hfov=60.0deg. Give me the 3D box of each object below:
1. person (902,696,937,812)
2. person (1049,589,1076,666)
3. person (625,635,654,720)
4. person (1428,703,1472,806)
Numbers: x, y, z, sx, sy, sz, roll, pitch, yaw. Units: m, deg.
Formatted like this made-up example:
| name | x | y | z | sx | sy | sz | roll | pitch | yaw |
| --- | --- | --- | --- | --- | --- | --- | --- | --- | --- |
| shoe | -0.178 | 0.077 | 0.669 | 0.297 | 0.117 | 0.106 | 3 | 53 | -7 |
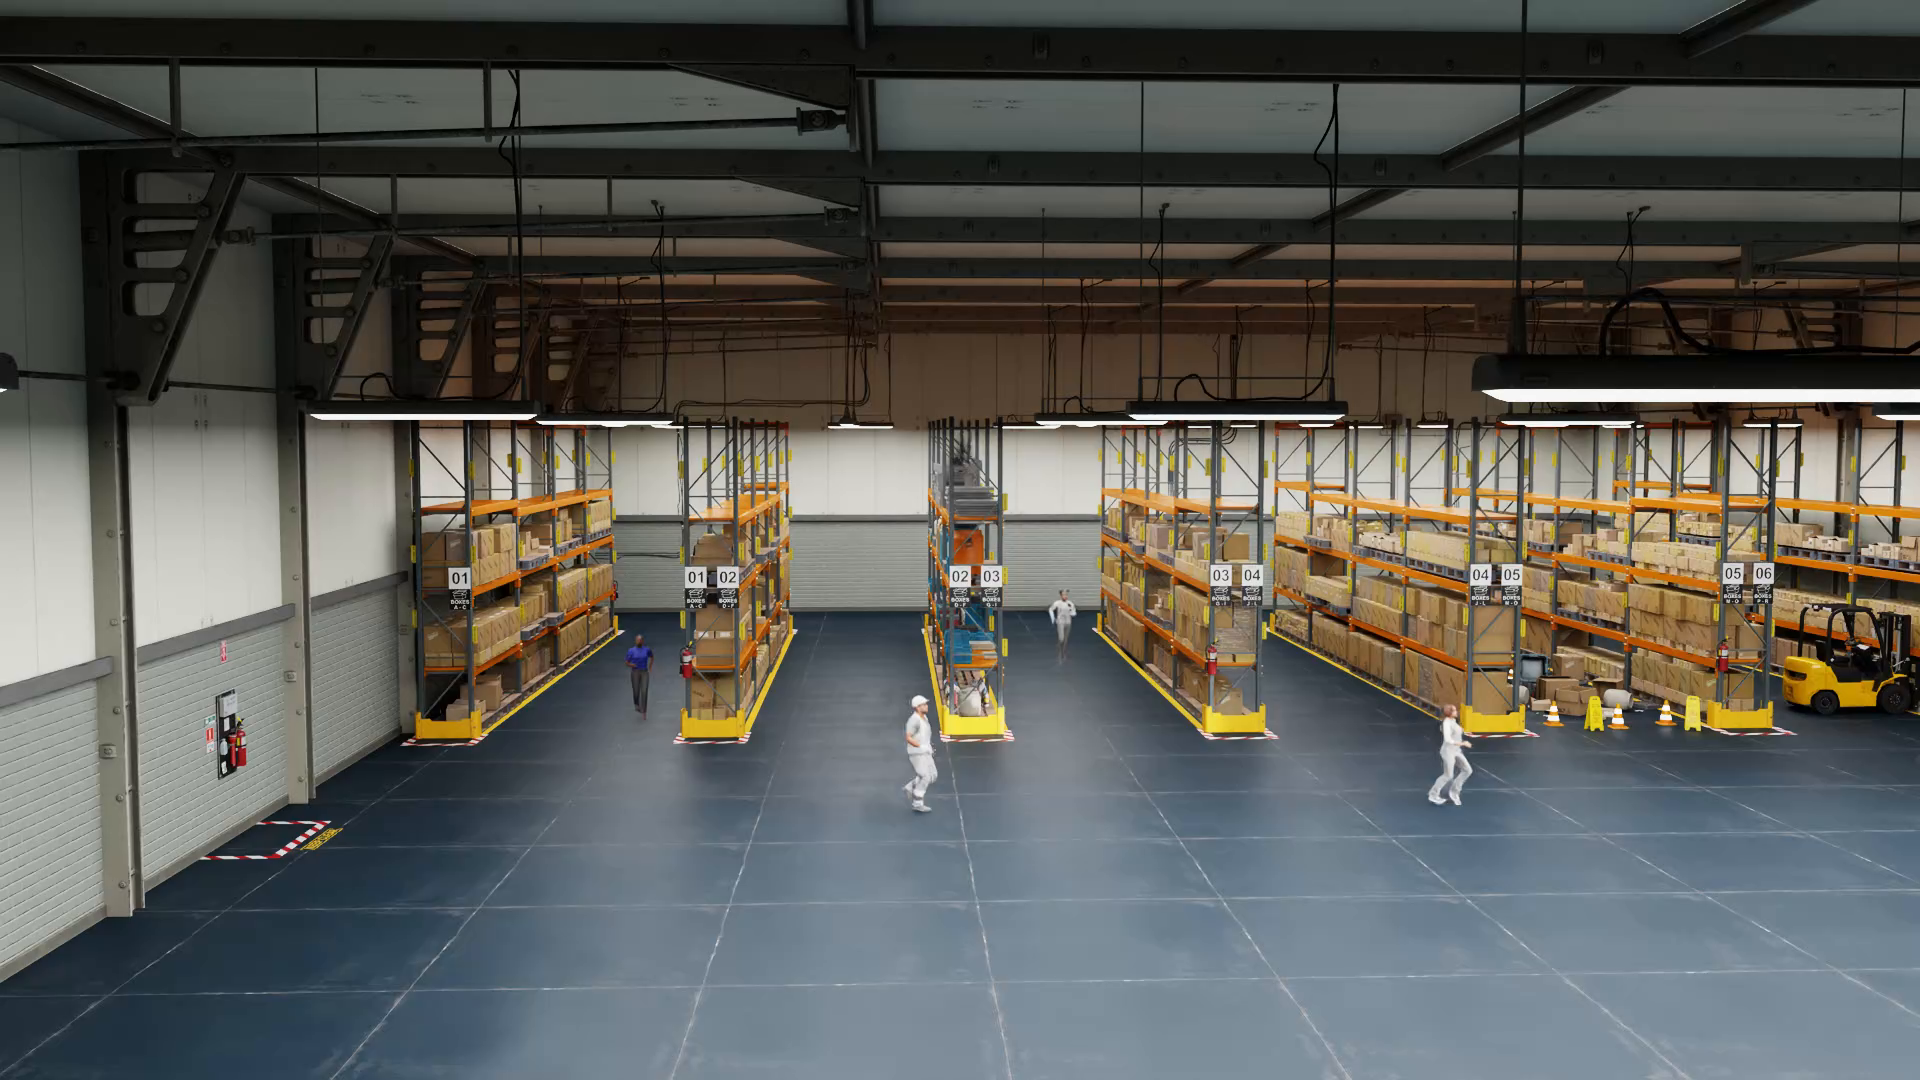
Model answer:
| name | x | y | z | sx | sy | sz | roll | pitch | yaw |
| --- | --- | --- | --- | --- | --- | --- | --- | --- | --- |
| person | -0.633 | 3.213 | 25.042 | 0.594 | 1.746 | 0.663 | 1 | 4 | 20 |
| person | 2.450 | 2.046 | 39.238 | 0.576 | 1.799 | 0.705 | -1 | 4 | -15 |
| person | -6.394 | 2.720 | 33.215 | 0.579 | 1.645 | 0.923 | -1 | 4 | -14 |
| person | 7.515 | 3.290 | 25.438 | 0.661 | 1.563 | 0.548 | 2 | 4 | 32 |
